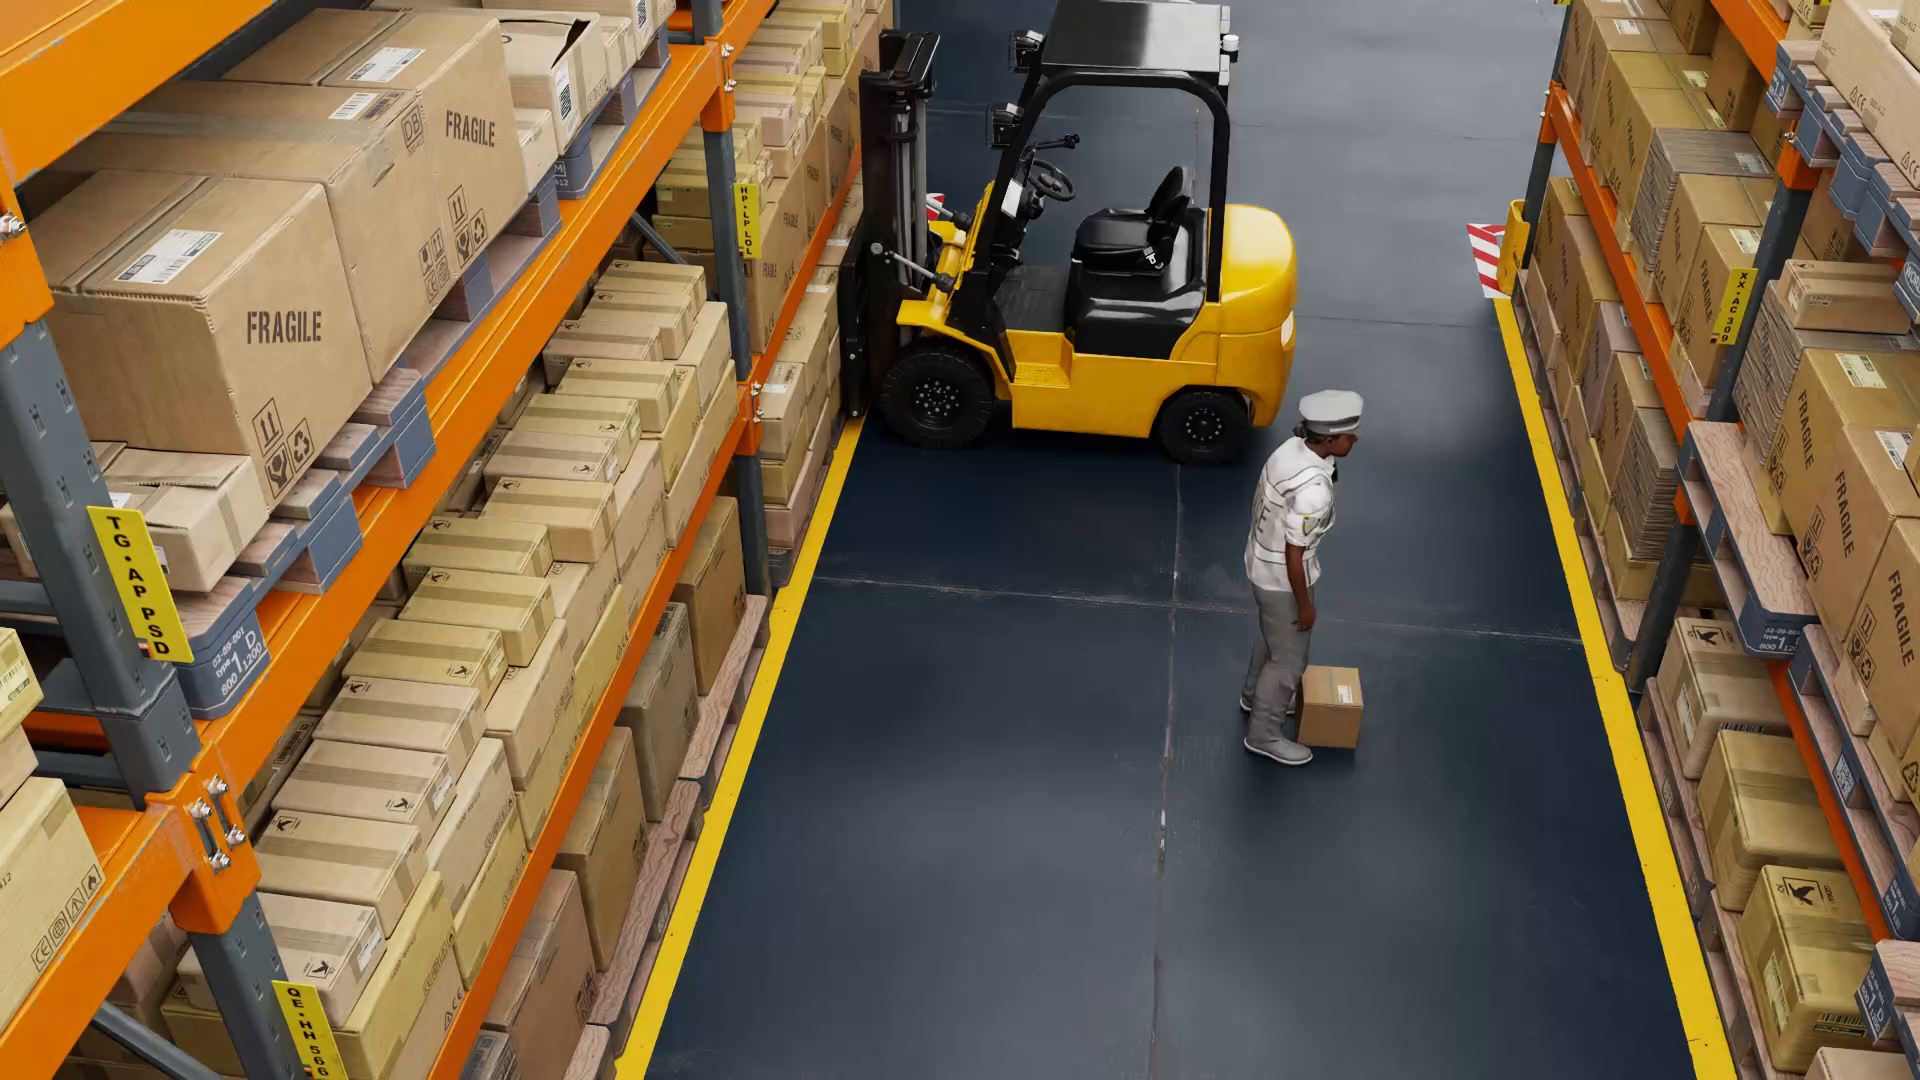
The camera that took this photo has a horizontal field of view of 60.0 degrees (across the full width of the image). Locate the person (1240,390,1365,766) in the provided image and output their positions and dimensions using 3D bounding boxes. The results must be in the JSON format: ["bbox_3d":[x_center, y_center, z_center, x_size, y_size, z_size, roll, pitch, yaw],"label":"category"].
[{"bbox_3d":[1.370,0.144,6.842,0.393,1.660,0.527,3,36,4],"label":"person"}]
